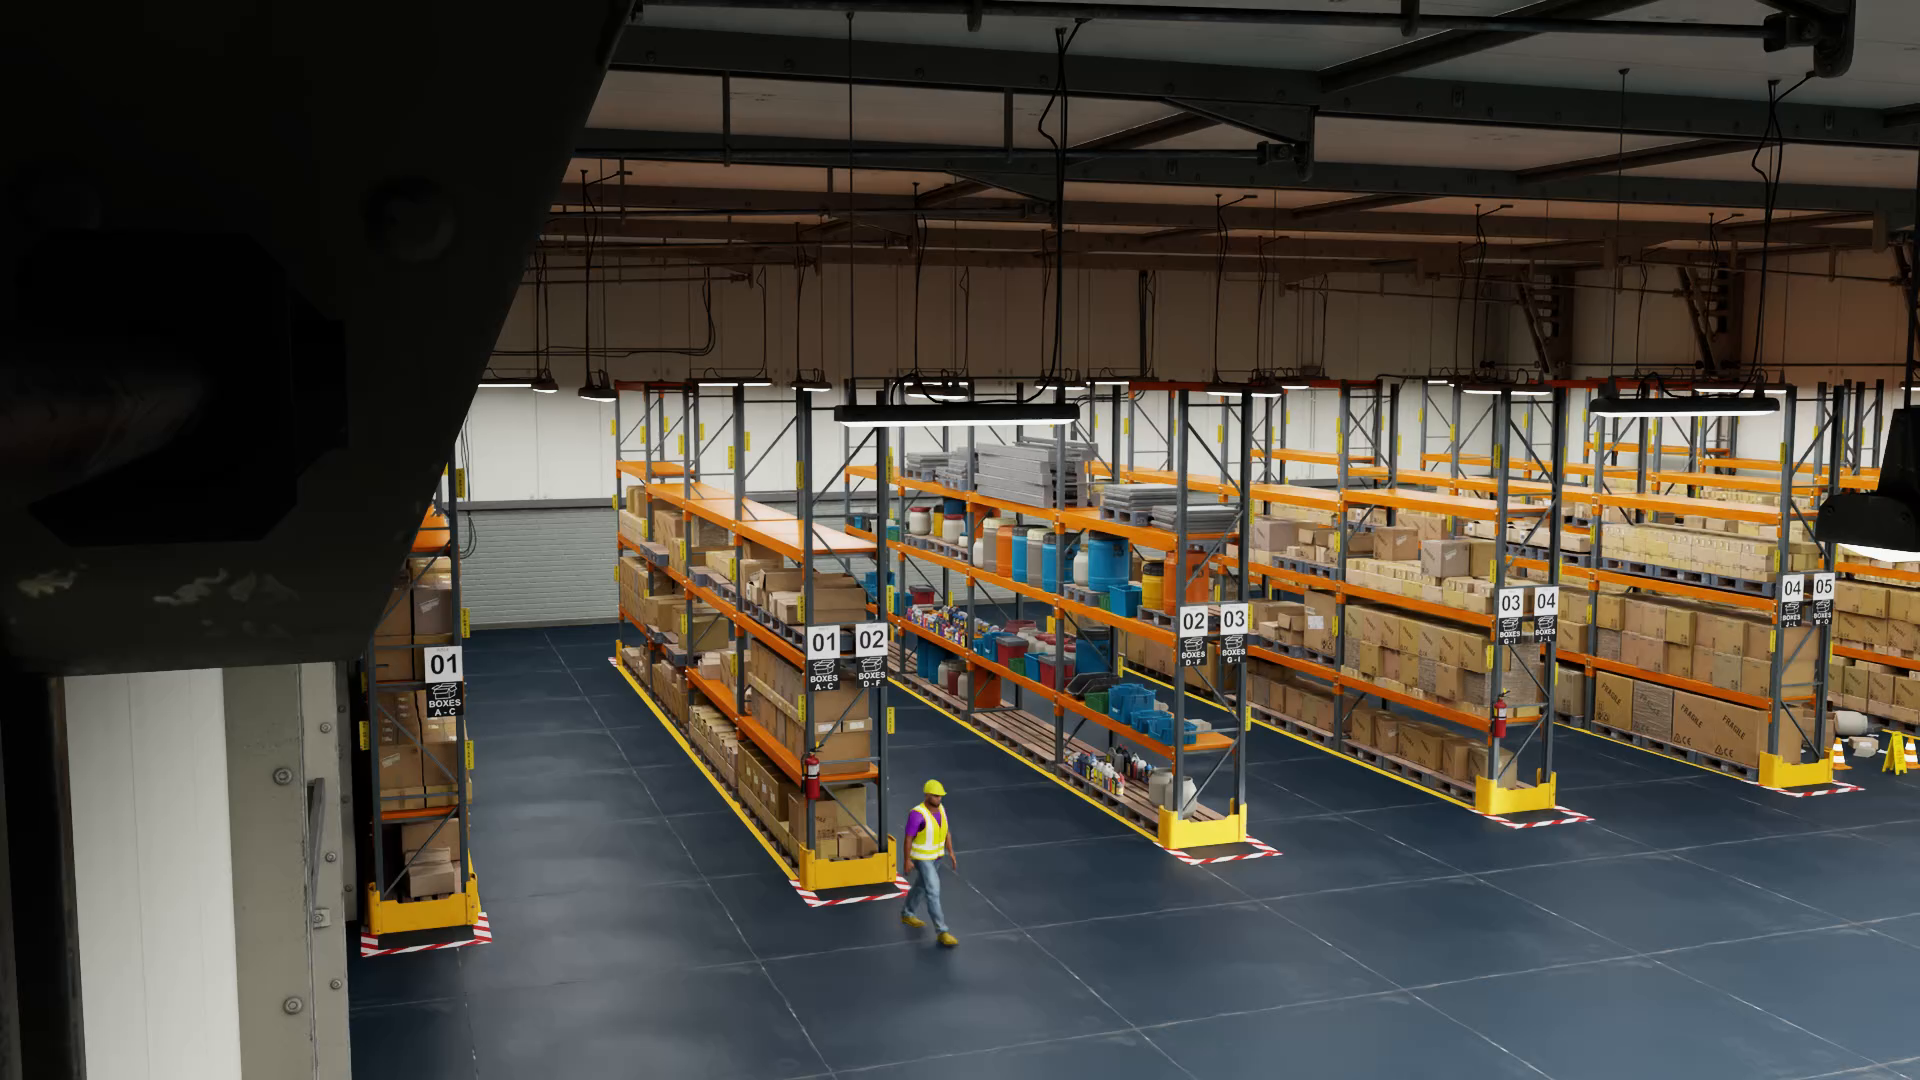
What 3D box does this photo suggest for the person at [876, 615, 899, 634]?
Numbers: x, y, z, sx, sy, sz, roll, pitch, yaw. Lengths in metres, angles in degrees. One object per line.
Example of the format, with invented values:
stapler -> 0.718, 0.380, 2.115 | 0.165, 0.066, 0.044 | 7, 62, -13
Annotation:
person -> -1.773, 1.420, 38.423 | 1.041, 1.734, 0.574 | -4, 7, -32

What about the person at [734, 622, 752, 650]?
person -> -4.645, 1.762, 35.552 | 0.536, 1.704, 0.527 | -5, 8, -39

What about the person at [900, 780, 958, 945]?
person -> -0.304, 3.502, 18.406 | 0.951, 1.716, 0.593 | 4, 7, 32
